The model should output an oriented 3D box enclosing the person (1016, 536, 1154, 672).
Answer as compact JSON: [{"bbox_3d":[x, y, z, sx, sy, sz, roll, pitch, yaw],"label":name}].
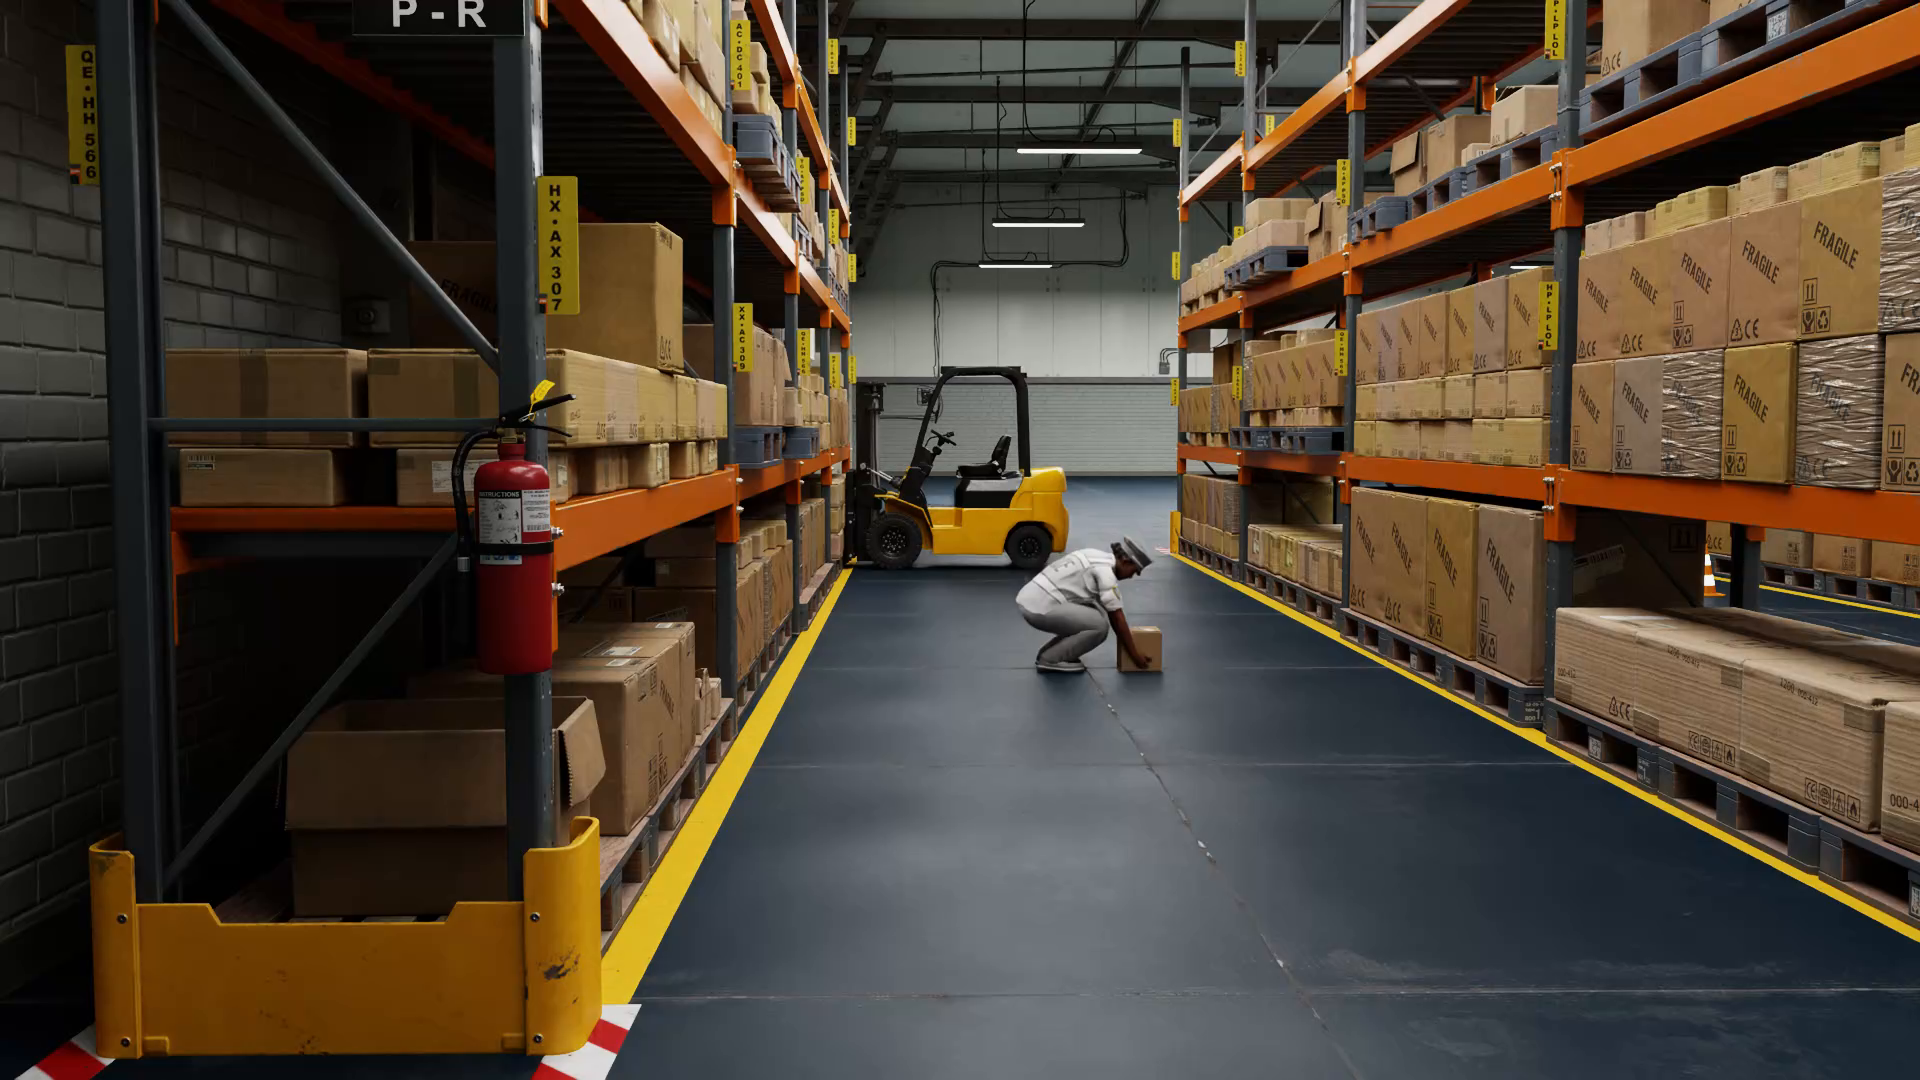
[{"bbox_3d":[0.782,0.399,10.358,0.869,0.845,0.480,0,4,0],"label":"person"}]
